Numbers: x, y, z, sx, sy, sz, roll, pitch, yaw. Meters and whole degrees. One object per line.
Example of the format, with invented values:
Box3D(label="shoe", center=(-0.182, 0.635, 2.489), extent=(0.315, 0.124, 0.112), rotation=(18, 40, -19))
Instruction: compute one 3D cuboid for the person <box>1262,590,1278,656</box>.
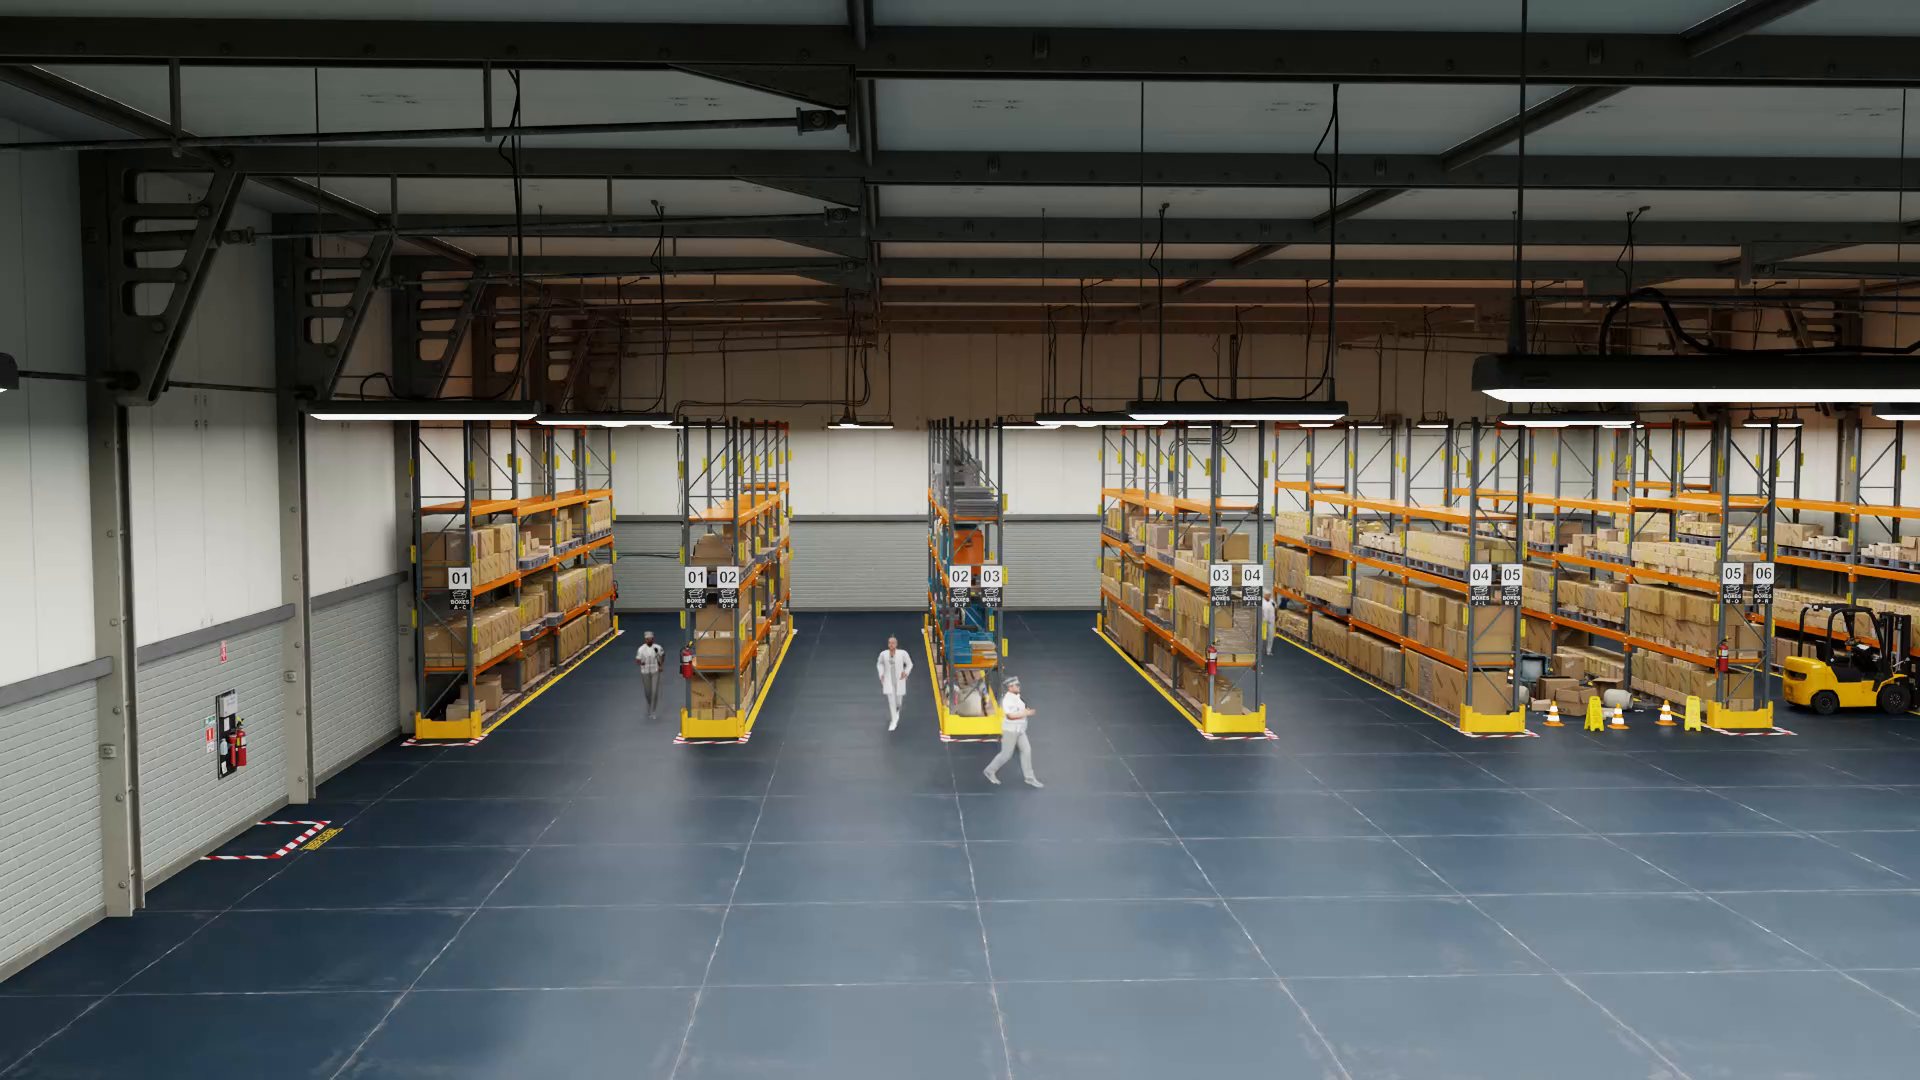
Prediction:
Box3D(label="person", center=(7.925, 2.121, 42.909), extent=(0.615, 1.663, 0.823), rotation=(0, 4, -2))

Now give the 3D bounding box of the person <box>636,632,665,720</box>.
Box3D(label="person", center=(-6.229, 2.688, 33.447), extent=(0.576, 1.716, 0.918), rotation=(0, 4, -6))

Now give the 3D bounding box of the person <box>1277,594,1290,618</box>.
Box3D(label="person", center=(9.595, 1.735, 48.962), extent=(0.791, 1.604, 0.550), rotation=(-1, 4, -13))

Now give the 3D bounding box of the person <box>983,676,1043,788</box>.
Box3D(label="person", center=(0.869, 3.071, 26.698), extent=(0.944, 1.788, 0.656), rotation=(1, 4, 21))

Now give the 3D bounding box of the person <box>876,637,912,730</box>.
Box3D(label="person", center=(-1.273, 2.855, 32.166), extent=(0.706, 1.572, 0.747), rotation=(0, 4, 2))
